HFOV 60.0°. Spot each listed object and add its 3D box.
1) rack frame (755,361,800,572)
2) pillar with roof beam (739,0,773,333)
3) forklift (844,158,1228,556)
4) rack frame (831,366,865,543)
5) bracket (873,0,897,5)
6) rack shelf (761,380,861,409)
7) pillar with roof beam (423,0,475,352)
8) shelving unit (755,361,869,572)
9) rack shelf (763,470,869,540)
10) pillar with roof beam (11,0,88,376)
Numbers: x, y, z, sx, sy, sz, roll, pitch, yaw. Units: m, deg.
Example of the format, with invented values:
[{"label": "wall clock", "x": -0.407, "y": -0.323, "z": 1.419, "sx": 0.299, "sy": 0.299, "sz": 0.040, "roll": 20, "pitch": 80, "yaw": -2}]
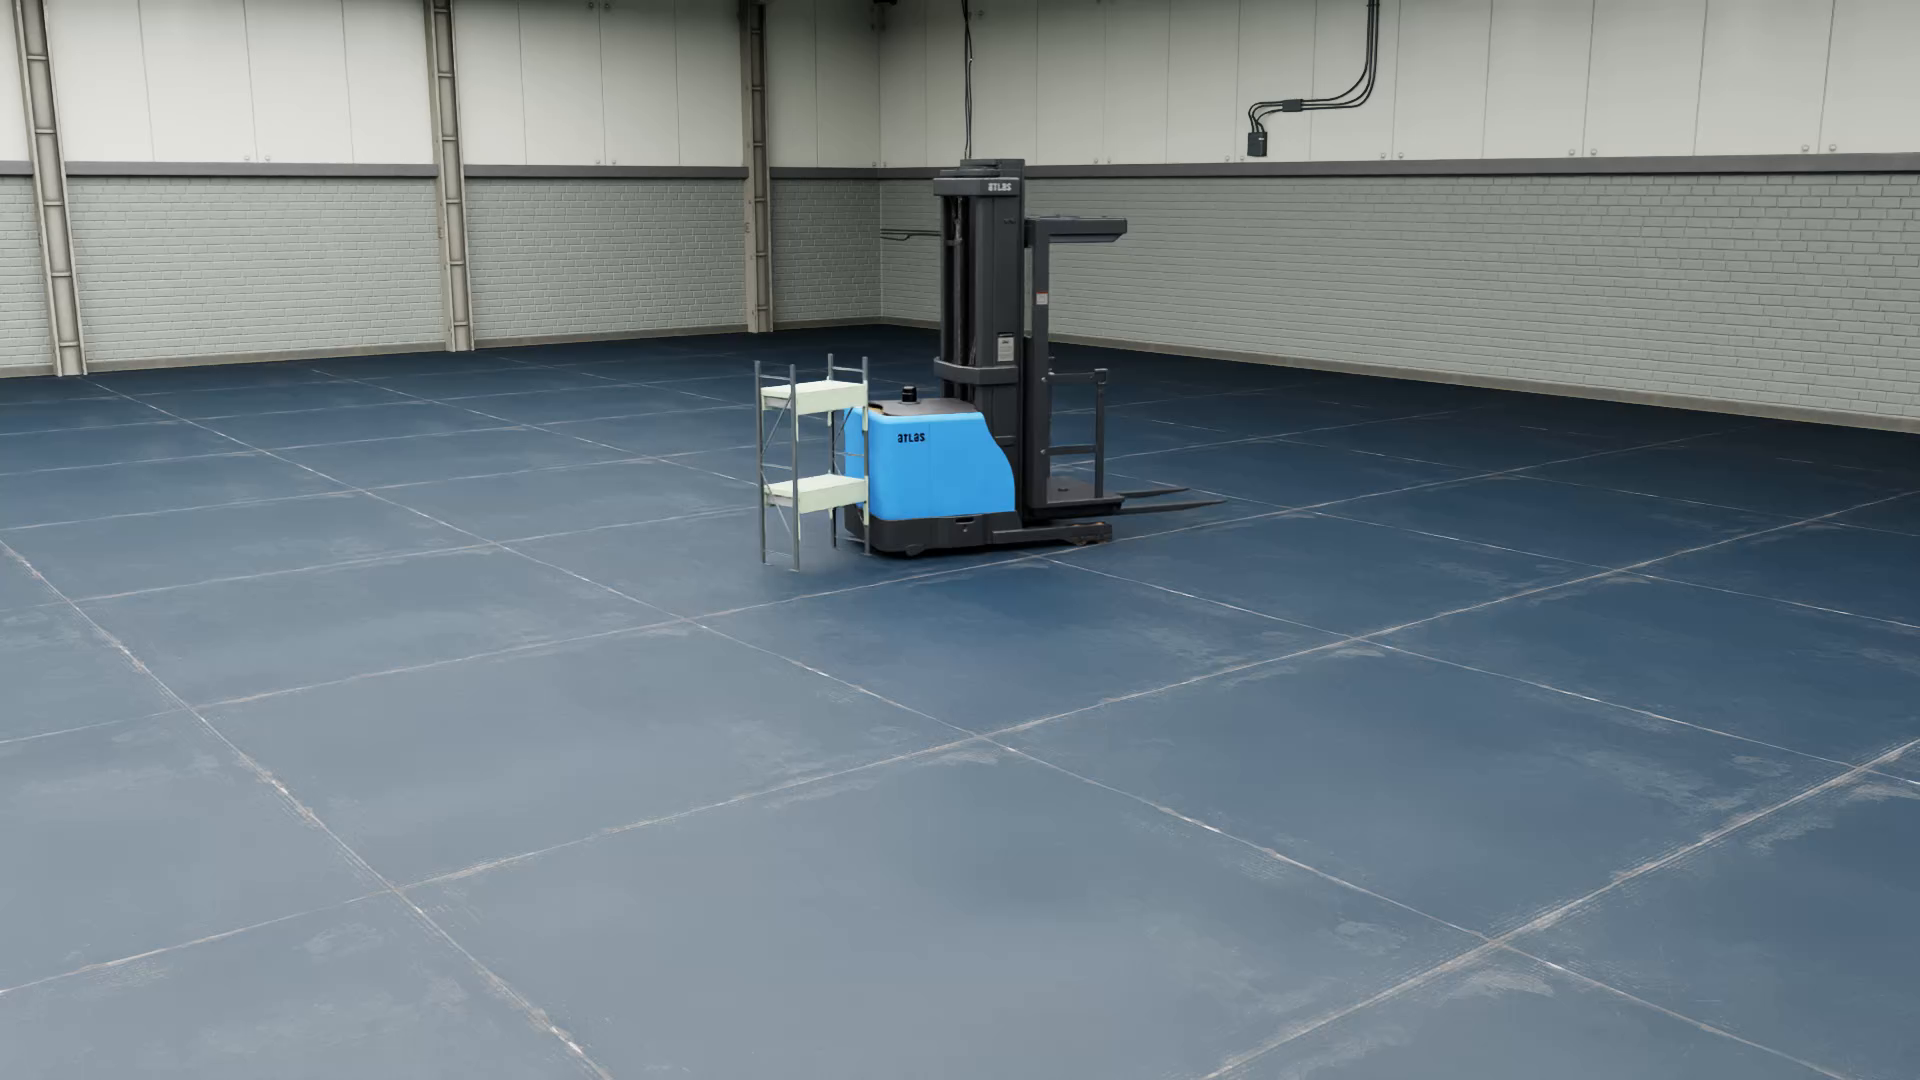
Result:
[{"label": "rack frame", "x": -1.319, "y": -0.528, "z": 12.006, "sx": 0.400, "sy": 1.500, "sz": 0.023, "roll": 10, "pitch": 16, "yaw": 40}, {"label": "pillar with roof beam", "x": -1.158, "y": -7.721, "z": 27.825, "sx": 0.400, "sy": 9.000, "sz": 9.100, "roll": -9, "pitch": 15, "yaw": -38}, {"label": "forklift", "x": 0.654, "y": -1.485, "z": 13.064, "sx": 3.031, "sy": 2.935, "sz": 1.130, "roll": -5, "pitch": 13, "yaw": -21}, {"label": "rack frame", "x": -0.838, "y": -0.643, "z": 12.546, "sx": 0.380, "sy": 1.308, "sz": 0.010, "roll": 10, "pitch": 16, "yaw": 40}, {"label": "bracket", "x": -1.451, "y": -10.484, "z": 32.170, "sx": 0.430, "sy": 0.232, "sz": 0.235, "roll": -9, "pitch": 15, "yaw": -38}, {"label": "rack shelf", "x": -1.078, "y": -1.063, "z": 12.174, "sx": 0.368, "sy": 0.124, "sz": 0.686, "roll": 10, "pitch": 16, "yaw": 40}, {"label": "pillar with roof beam", "x": -5.844, "y": -6.942, "z": 24.159, "sx": 0.400, "sy": 9.000, "sz": 9.100, "roll": -9, "pitch": 15, "yaw": -38}, {"label": "shelving unit", "x": -1.080, "y": -0.585, "z": 12.273, "sx": 0.431, "sy": 1.500, "sz": 0.748, "roll": 10, "pitch": 16, "yaw": 40}, {"label": "rack shelf", "x": -1.078, "y": -0.267, "z": 12.343, "sx": 0.431, "sy": 0.370, "sz": 0.720, "roll": 10, "pitch": 16, "yaw": 40}, {"label": "pillar with roof beam", "x": -10.529, "y": -6.164, "z": 20.492, "sx": 0.400, "sy": 9.000, "sz": 9.100, "roll": -9, "pitch": 15, "yaw": -38}]
